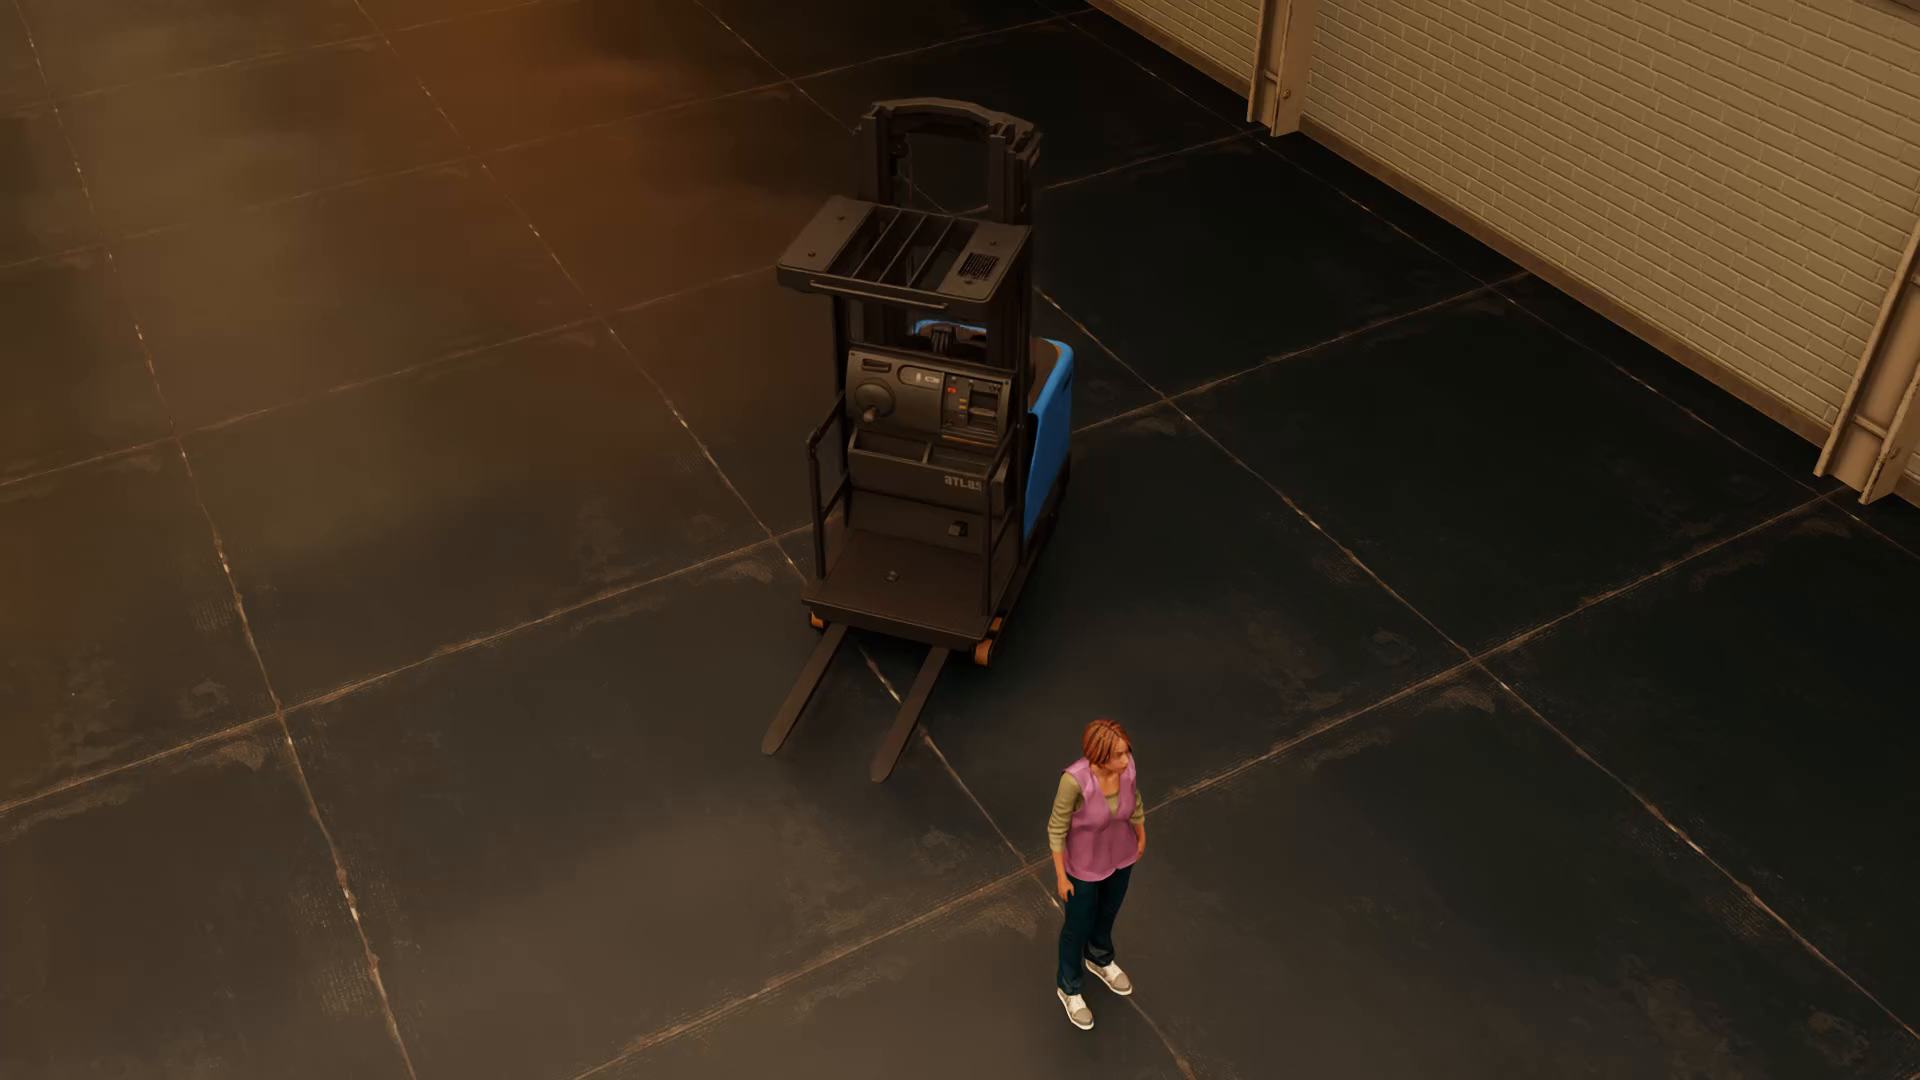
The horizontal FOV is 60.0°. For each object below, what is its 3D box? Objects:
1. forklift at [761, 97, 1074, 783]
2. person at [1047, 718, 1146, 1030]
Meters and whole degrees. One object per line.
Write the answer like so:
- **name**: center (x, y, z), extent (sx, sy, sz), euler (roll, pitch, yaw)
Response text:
- **forklift**: center (-0.241, -0.703, 8.883), extent (1.130, 2.935, 3.031), euler (12, 41, 14)
- **person**: center (0.646, 1.450, 7.333), extent (0.499, 1.608, 0.444), euler (-22, 45, -24)
